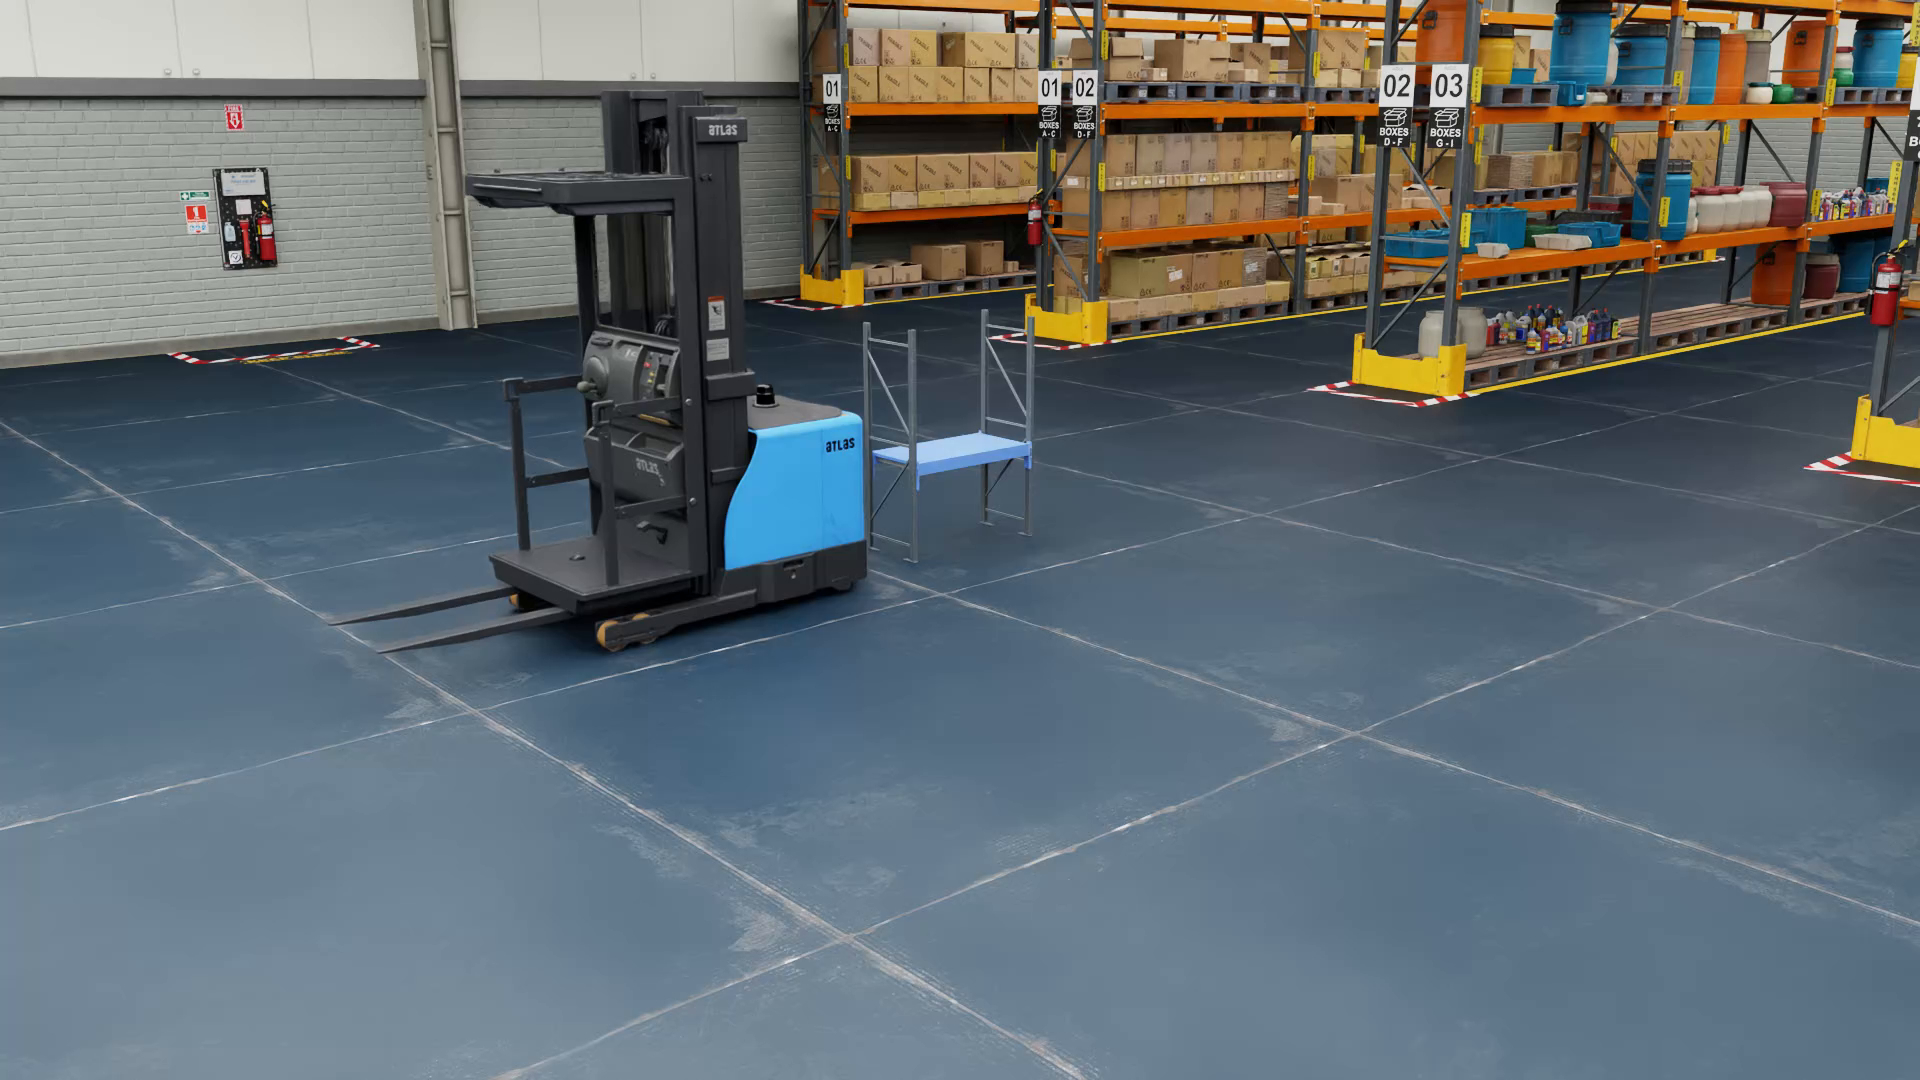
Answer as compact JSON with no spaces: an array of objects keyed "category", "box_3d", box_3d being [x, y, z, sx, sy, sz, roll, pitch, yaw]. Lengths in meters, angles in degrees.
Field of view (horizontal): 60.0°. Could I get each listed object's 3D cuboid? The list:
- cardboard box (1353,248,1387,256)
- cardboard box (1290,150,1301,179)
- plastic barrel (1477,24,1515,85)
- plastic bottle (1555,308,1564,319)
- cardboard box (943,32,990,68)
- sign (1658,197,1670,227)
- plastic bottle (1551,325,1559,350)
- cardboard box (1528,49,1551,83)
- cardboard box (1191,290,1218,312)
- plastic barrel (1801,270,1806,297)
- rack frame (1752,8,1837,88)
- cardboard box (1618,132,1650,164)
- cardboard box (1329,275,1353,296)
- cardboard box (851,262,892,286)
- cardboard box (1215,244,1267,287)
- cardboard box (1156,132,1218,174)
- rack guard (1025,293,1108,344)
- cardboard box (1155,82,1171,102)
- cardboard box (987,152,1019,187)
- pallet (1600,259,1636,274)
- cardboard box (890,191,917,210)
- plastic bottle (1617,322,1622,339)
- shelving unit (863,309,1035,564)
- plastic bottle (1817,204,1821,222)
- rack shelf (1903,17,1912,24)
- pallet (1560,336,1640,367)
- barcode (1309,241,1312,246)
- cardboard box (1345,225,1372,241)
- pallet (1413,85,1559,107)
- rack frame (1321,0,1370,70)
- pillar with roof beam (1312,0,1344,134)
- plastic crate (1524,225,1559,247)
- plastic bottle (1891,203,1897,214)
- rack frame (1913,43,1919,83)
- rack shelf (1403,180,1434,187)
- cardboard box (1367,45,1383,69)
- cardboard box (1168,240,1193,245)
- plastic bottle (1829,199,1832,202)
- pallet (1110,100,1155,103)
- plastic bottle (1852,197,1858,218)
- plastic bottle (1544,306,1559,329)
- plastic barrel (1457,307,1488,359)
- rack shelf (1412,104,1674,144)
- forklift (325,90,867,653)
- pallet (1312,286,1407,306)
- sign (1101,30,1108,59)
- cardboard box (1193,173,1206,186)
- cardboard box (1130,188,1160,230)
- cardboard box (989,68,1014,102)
[{"category":"cardboard box","box_3d":[5.976,-4.068,24.096,0.500,0.311,0.500,-12,19,-38]},{"category":"cardboard box","box_3d":[5.803,-6.777,29.999,0.500,0.500,0.500,-12,19,-38]},{"category":"plastic barrel","box_3d":[5.349,-4.959,17.012,0.600,0.588,0.600,0,15,0]},{"category":"plastic bottle","box_3d":[7.062,-2.602,19.612,0.097,0.271,0.097,0,15,0]},{"category":"cardboard box","box_3d":[0.093,-7.272,24.679,0.500,0.500,0.500,-14,20,-41]},{"category":"sign","box_3d":[7.943,-3.701,18.755,0.005,0.325,0.100,-13,19,-39]},{"category":"plastic bottle","box_3d":[6.479,-2.214,18.161,0.097,0.271,0.097,0,15,0]},{"category":"cardboard box","box_3d":[8.944,-7.447,26.304,0.600,0.600,0.600,-14,20,-41]},{"category":"cardboard box","box_3d":[3.007,-3.139,21.704,0.500,0.250,0.500,-13,19,-39]},{"category":"plastic barrel","box_3d":[11.333,-3.554,22.749,0.421,0.512,0.421,0,15,0]},{"category":"rack frame","box_3d":[10.608,-7.252,20.962,0.127,3.000,1.000,-13,19,-39]},{"category":"cardboard box","box_3d":[11.306,-6.640,28.165,0.500,0.500,0.500,-13,20,-41]},{"category":"cardboard box","box_3d":[5.195,-3.622,23.511,0.500,0.250,0.500,-12,19,-38]},{"category":"cardboard box","box_3d":[-1.350,-3.940,24.546,0.500,0.311,0.500,13,20,41]},{"category":"cardboard box","box_3d":[3.750,-3.674,22.253,0.500,0.500,0.500,-13,19,-39]},{"category":"cardboard box","box_3d":[2.875,-4.984,21.390,0.500,0.500,0.700,-13,19,-39]},{"category":"rack guard","box_3d":[1.306,-2.751,20.582,0.348,0.500,1.175,-13,19,-39]},{"category":"cardboard box","box_3d":[3.066,-7.589,27.799,0.637,0.503,0.797,-9,18,-32]},{"category":"cardboard box","box_3d":[0.560,-5.678,25.494,0.500,0.500,0.500,-13,20,-40]},{"category":"pallet","box_3d":[10.895,-4.765,28.680,1.213,0.211,1.003,-13,19,-39]},{"category":"cardboard box","box_3d":[-0.972,-4.976,24.317,0.500,0.250,0.500,-13,20,-41]},{"category":"plastic bottle","box_3d":[7.521,-2.414,19.046,0.097,0.201,0.097,0,15,0]},{"category":"shelving unit","box_3d":[-0.064,-0.710,11.002,1.048,1.500,0.538,-13,19,-39]},{"category":"plastic bottle","box_3d":[11.252,-4.316,21.845,0.097,0.271,0.097,0,15,0]},{"category":"rack shelf","box_3d":[15.134,-7.728,24.911,4.000,0.370,1.077,-13,19,-39]},{"category":"pallet","box_3d":[7.056,-2.223,19.163,1.213,0.211,1.003,-13,19,-39]},{"category":"barcode","box_3d":[4.807,-4.072,22.812,0.075,0.075,0.001,-13,19,-39]},{"category":"cardboard box","box_3d":[7.753,-6.062,32.161,0.500,0.500,0.700,-12,19,-39]},{"category":"pallet","box_3d":[5.261,-4.477,16.753,1.213,0.211,1.003,-13,19,-39]},{"category":"rack frame","box_3d":[7.122,-9.858,30.719,0.127,3.000,1.000,-13,19,-39]},{"category":"pillar with roof beam","box_3d":[9.908,-9.307,28.656,0.400,9.000,9.100,-13,19,-39]},{"category":"plastic crate","box_3d":[6.381,-3.399,18.571,0.662,0.188,0.450,-13,19,-39]},{"category":"plastic bottle","box_3d":[13.147,-4.788,23.458,0.185,0.351,0.144,-13,19,-39]},{"category":"rack frame","box_3d":[7.824,-4.932,12.278,0.127,3.000,1.000,-13,19,-39]},{"category":"rack shelf","box_3d":[8.631,-6.951,32.854,4.000,0.370,1.077,-13,19,-39]},{"category":"cardboard box","box_3d":[7.844,-9.016,31.209,0.500,0.500,0.500,-13,20,-40]},{"category":"cardboard box","box_3d":[3.595,-5.155,28.728,0.500,0.500,0.700,-12,19,-39]},{"category":"plastic bottle","box_3d":[12.248,-4.714,23.469,0.097,0.201,0.097,0,15,0]},{"category":"pallet","box_3d":[2.403,-7.223,27.031,1.003,0.211,1.213,-13,19,-39]},{"category":"plastic bottle","box_3d":[12.123,-4.512,22.577,0.097,0.271,0.097,0,15,0]},{"category":"plastic bottle","box_3d":[6.803,-2.525,19.170,0.185,0.351,0.144,-13,19,-39]},{"category":"plastic barrel","box_3d":[5.397,-2.211,17.720,0.421,0.512,0.421,0,15,0]},{"category":"rack shelf","box_3d":[6.081,-4.439,17.636,4.000,0.370,1.077,-13,19,-39]},{"category":"forklift","box_3d":[-1.999,-0.965,9.183,3.031,2.935,1.130,-13,20,-40]},{"category":"pallet","box_3d":[5.792,-3.634,24.445,1.213,0.211,1.003,-13,19,-39]},{"category":"sign","box_3d":[1.684,-5.764,19.356,0.005,0.325,0.100,-13,19,-39]},{"category":"cardboard box","box_3d":[2.921,-4.610,21.244,0.250,0.149,0.380,-12,19,-39]},{"category":"cardboard box","box_3d":[2.077,-4.178,20.885,0.500,0.500,0.700,-12,19,-38]},{"category":"cardboard box","box_3d":[0.478,-6.895,25.205,0.500,0.500,0.500,14,20,42]}]
